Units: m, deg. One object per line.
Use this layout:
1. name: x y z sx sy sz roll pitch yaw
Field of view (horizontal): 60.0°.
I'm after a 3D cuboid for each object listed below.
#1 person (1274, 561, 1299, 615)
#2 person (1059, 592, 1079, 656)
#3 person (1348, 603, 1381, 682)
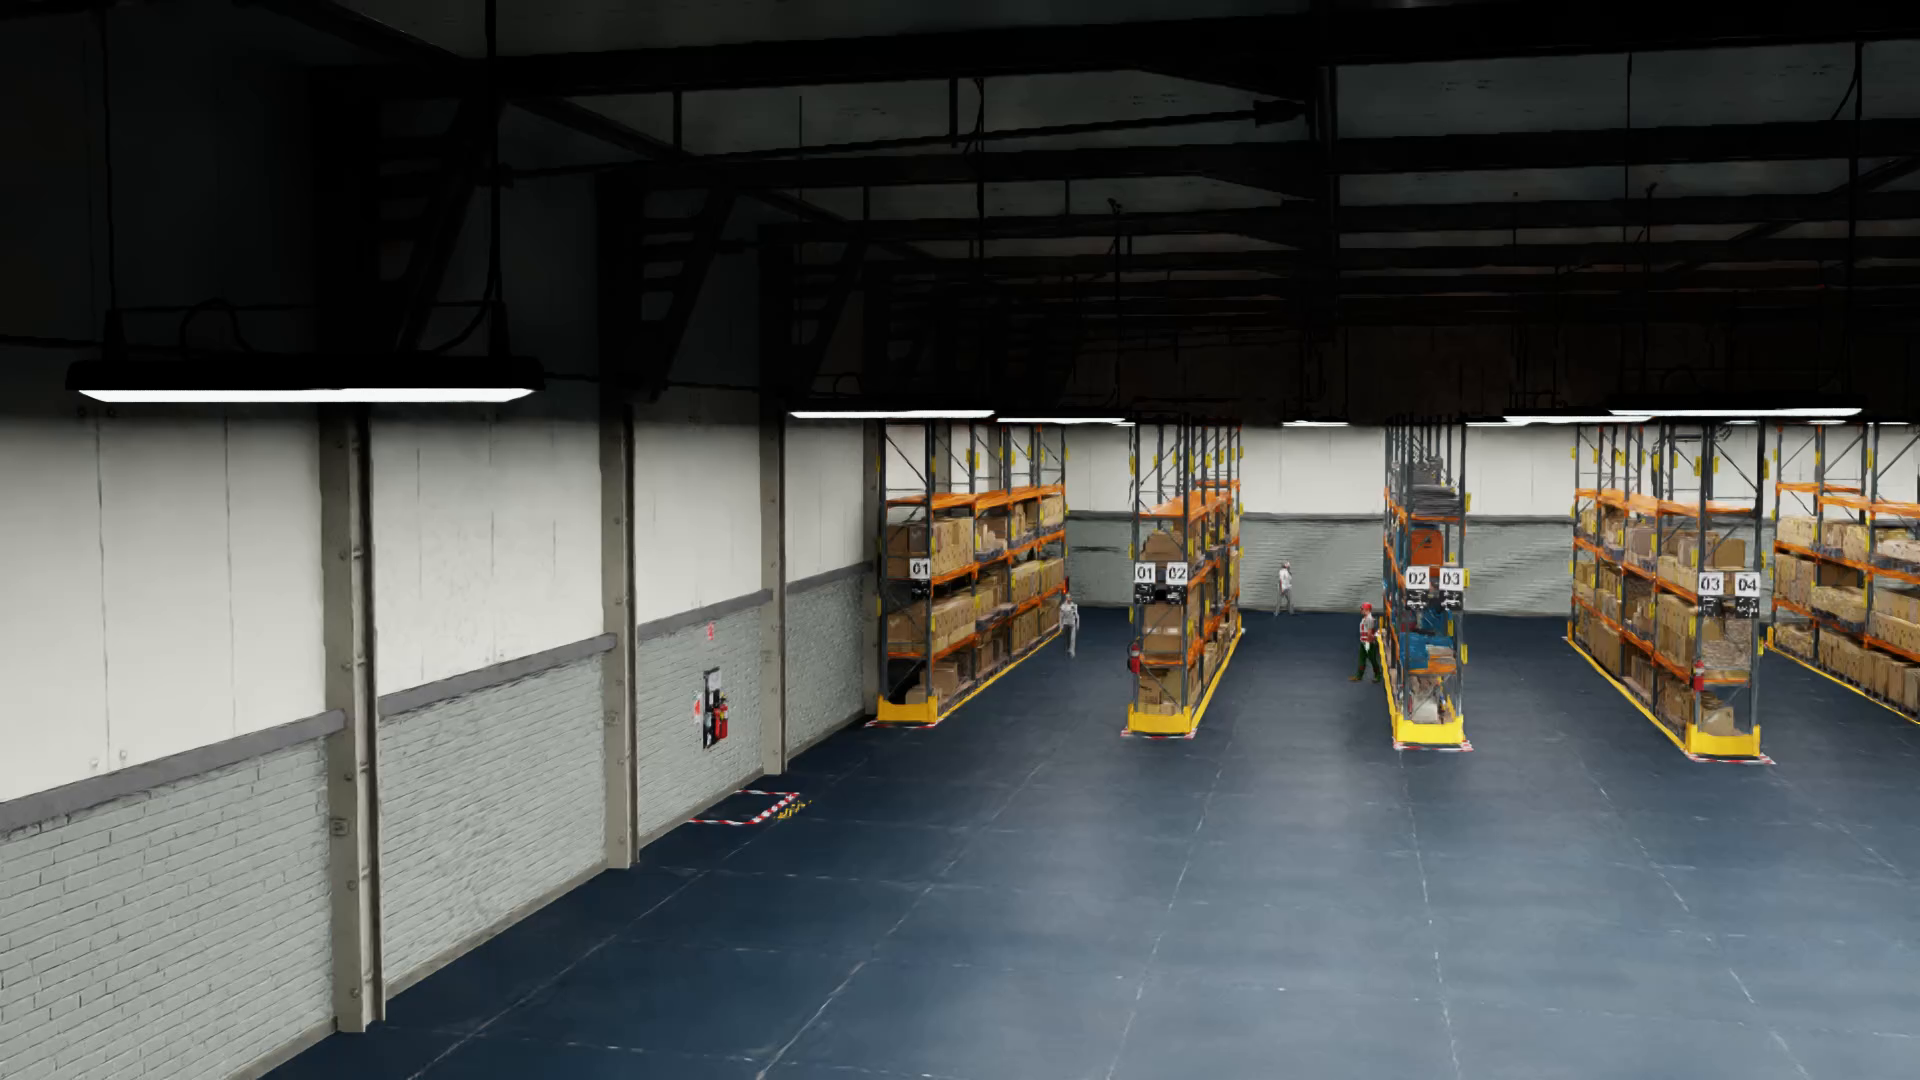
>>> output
1. person: 9.904 1.457 50.595 0.689 1.671 0.557 -3 5 -38
2. person: 2.723 2.083 41.678 0.497 1.586 1.075 1 4 10
3. person: 9.131 2.296 37.501 0.662 1.785 0.787 0 4 1
